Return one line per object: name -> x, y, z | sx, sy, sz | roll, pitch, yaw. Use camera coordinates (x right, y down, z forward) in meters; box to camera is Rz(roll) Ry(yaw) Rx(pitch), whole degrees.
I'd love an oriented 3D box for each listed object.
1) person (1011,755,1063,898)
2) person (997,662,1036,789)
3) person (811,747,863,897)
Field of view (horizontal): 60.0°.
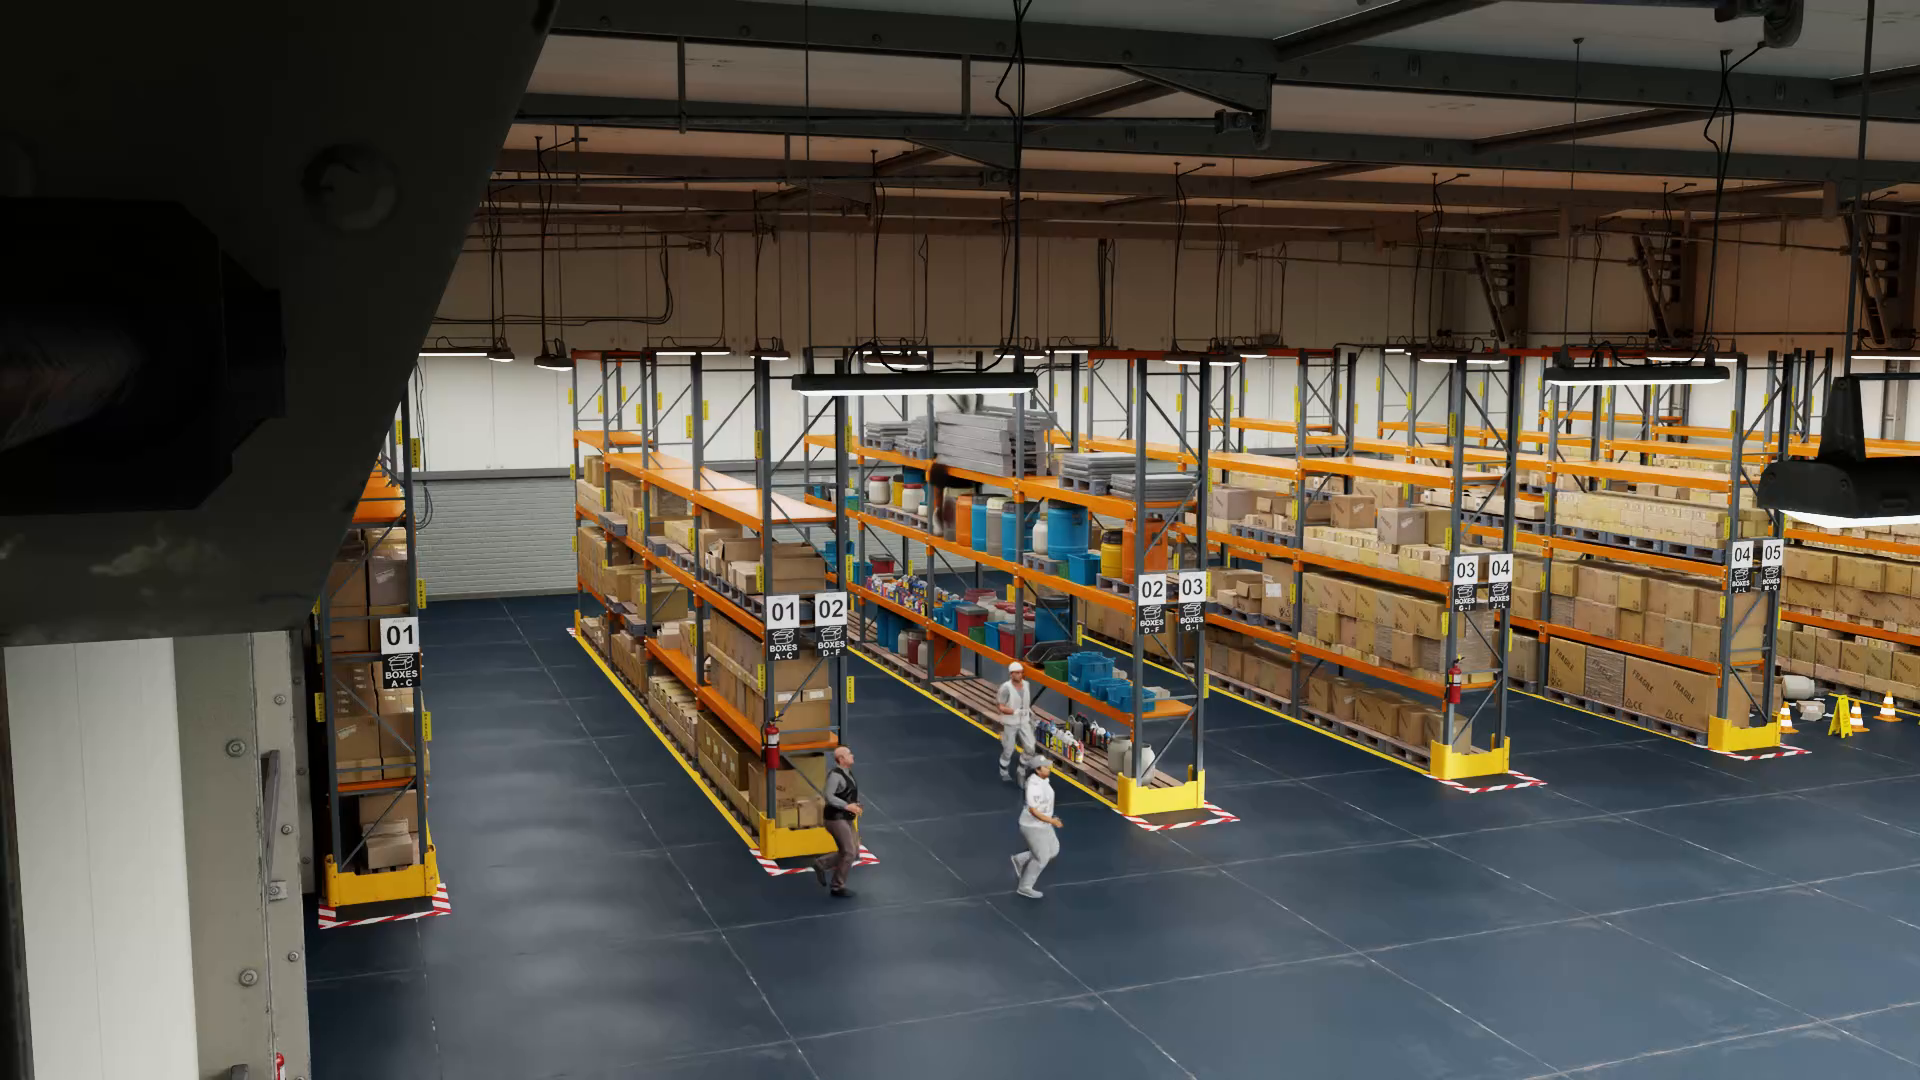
person -> 0.882, 3.215, 18.759 | 0.595, 1.634, 0.630 | 1, 7, 11
person -> 0.800, 2.577, 23.138 | 0.643, 1.796, 0.805 | -3, 8, -25
person -> -1.372, 3.176, 18.894 | 0.638, 1.671, 0.687 | 2, 7, 13
